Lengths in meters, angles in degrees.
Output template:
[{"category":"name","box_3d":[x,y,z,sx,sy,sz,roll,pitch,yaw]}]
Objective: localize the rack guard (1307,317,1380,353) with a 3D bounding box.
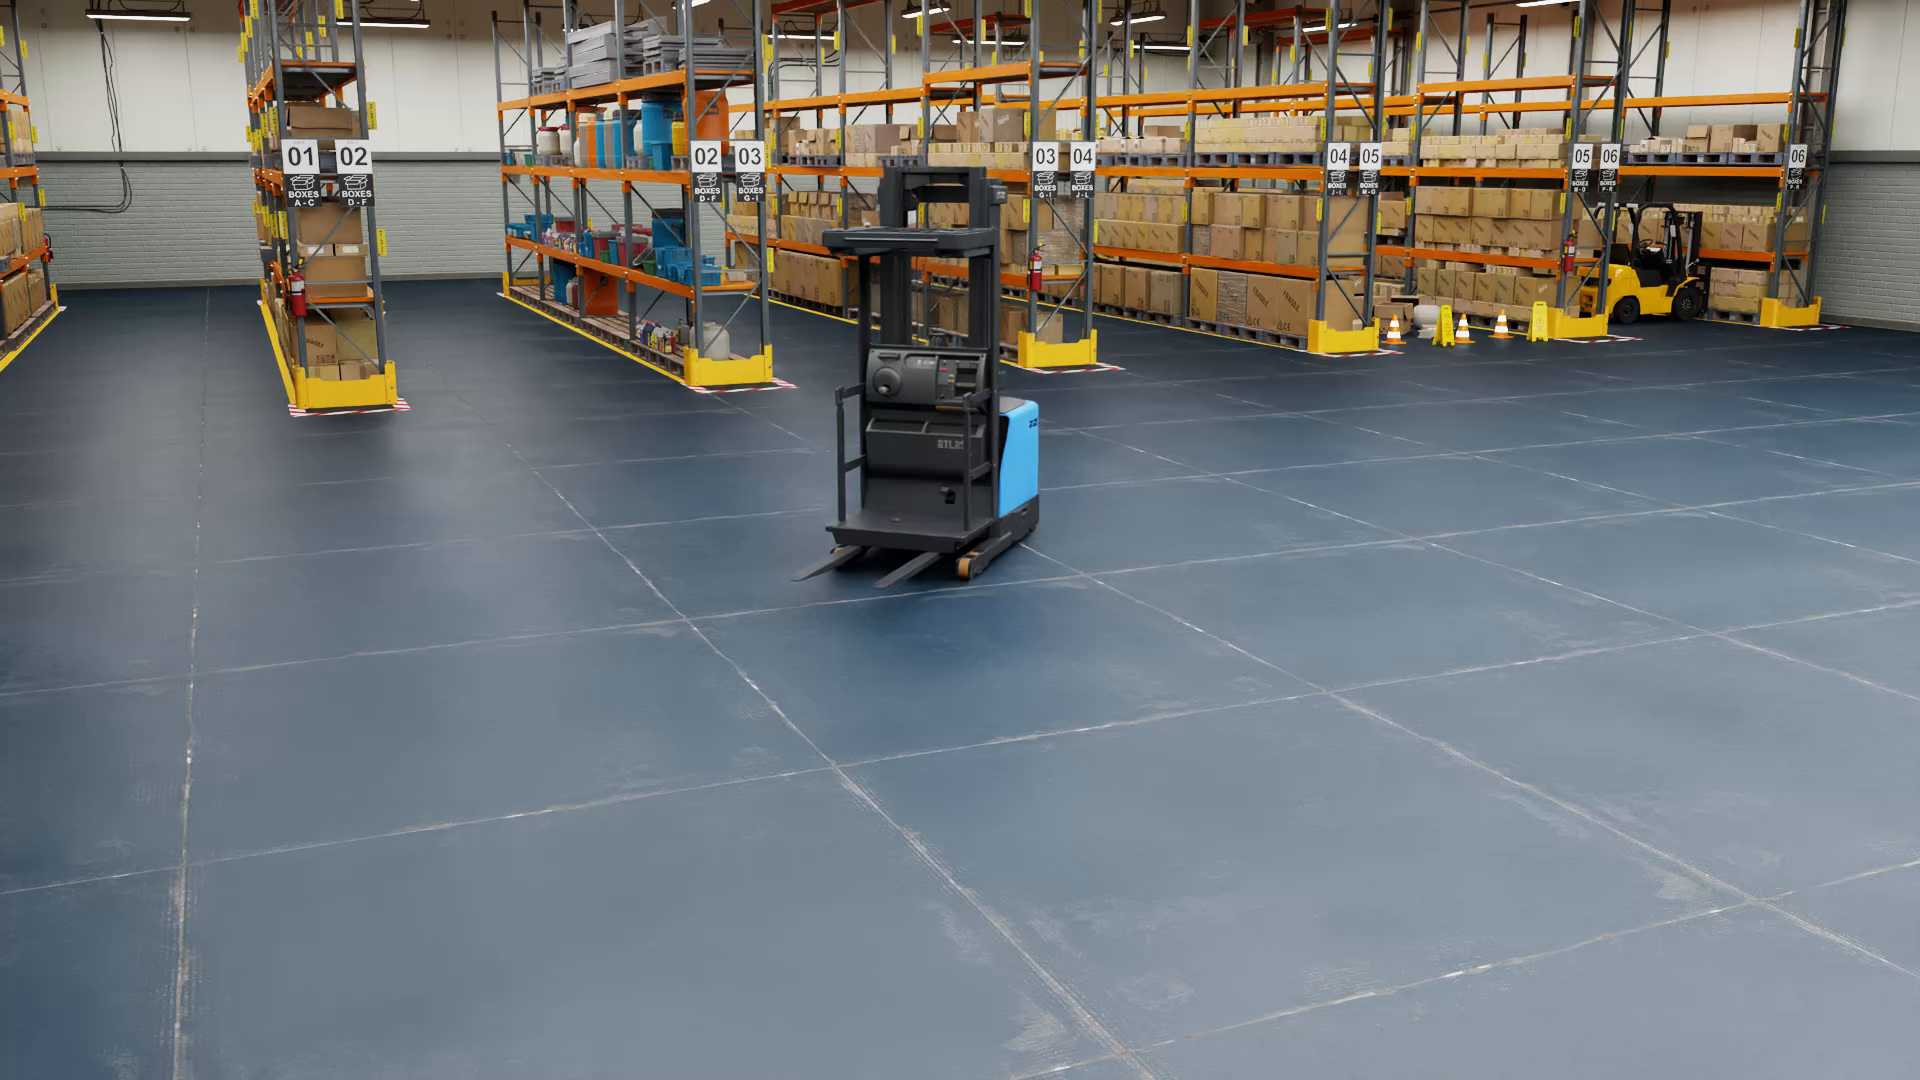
[{"category":"rack guard","box_3d":[6.063,-3.244,26.277,1.175,0.500,0.348,-6,14,-23]}]

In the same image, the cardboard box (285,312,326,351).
[{"category":"cardboard box","box_3d":[-8.711,-2.768,22.183,0.500,0.500,0.500,-6,14,-23]}]

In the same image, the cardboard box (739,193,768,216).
[{"category":"cardboard box","box_3d":[-4.583,-7.449,36.912,0.500,0.500,0.500,-6,14,-24]}]

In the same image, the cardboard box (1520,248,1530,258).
[{"category":"cardboard box","box_3d":[9.916,-4.967,28.737,0.380,0.149,0.250,-6,14,-24]}]

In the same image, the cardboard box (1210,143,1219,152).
[{"category":"cardboard box","box_3d":[4.489,-6.674,28.307,0.380,0.149,0.250,-6,14,-23]}]

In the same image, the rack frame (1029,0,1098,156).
[{"category":"rack frame","box_3d":[1.468,-6.962,23.495,1.000,3.000,0.127,-6,14,-23]}]

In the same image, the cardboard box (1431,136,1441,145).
[{"category":"cardboard box","box_3d":[8.904,-7.343,30.580,0.380,0.149,0.250,-5,14,-21]}]

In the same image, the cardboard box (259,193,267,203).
[{"category":"cardboard box","box_3d":[-13.266,-6.451,32.153,0.500,0.500,0.500,-6,14,-23]}]

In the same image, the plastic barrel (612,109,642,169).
[{"category":"plastic barrel","box_3d":[-5.075,-6.210,25.783,0.600,0.901,0.708,-6,14,-23]}]

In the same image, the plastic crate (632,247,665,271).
[{"category":"plastic crate","box_3d":[-4.579,-4.269,25.299,0.767,0.338,0.504,-6,14,-23]}]

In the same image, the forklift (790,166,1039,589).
[{"category":"forklift","box_3d":[-0.325,-1.239,12.224,1.130,2.935,3.031,5,14,19]}]

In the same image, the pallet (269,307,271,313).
[{"category":"pallet","box_3d":[-13.184,-4.660,33.039,1.003,0.211,1.213,-6,14,-23]}]

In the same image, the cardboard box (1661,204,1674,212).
[{"category":"cardboard box","box_3d":[13.784,-6.416,32.118,0.380,0.149,0.250,-6,14,-24]}]

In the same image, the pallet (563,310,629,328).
[{"category":"pallet","box_3d":[-6.629,-4.046,30.381,1.003,0.211,1.213,-6,14,-23]}]

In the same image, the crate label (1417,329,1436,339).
[{"category":"crate label","box_3d":[7.941,-3.499,28.183,0.298,0.136,0.250,9,16,35]}]

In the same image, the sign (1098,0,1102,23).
[{"category":"sign","box_3d":[1.965,-7.505,23.592,0.100,0.325,0.005,-6,14,-23]}]

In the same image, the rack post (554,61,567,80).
[{"category":"rack post","box_3d":[-6.603,-8.277,29.342,0.954,0.300,0.937,-6,14,-23]}]

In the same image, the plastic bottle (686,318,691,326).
[{"category":"plastic bottle","box_3d":[-4.151,-3.235,25.596,0.144,0.351,0.185,-6,14,-24]}]

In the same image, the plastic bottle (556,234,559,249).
[{"category":"plastic bottle","box_3d":[-7.517,-5.593,31.168,0.097,0.271,0.097,0,13,0]}]

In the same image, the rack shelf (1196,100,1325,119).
[{"category":"rack shelf","box_3d":[6.542,-9.378,36.415,1.077,0.370,4.000,-6,14,-23]}]

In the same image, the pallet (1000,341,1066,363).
[{"category":"pallet","box_3d":[1.144,-2.868,25.292,1.003,0.211,1.213,-6,14,-23]}]

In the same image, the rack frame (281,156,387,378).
[{"category":"rack frame","box_3d":[-7.610,-3.146,20.308,1.000,3.000,0.127,-6,14,-23]}]

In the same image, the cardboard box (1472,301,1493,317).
[{"category":"cardboard box","box_3d":[9.563,-4.158,29.848,0.500,0.250,0.500,-6,14,-25]}]

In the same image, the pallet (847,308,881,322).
[{"category":"pallet","box_3d":[-1.425,-4.172,30.929,1.003,0.211,1.213,-6,14,-23]}]

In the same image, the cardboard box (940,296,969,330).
[{"category":"cardboard box","box_3d":[-0.011,-3.766,27.604,0.500,0.500,0.500,-6,14,-25]}]

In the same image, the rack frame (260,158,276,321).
[{"category":"rack frame","box_3d":[-12.417,-5.625,31.020,1.000,3.000,0.127,-6,14,-23]}]

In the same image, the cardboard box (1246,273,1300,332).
[{"category":"cardboard box","box_3d":[5.366,-3.952,27.573,0.875,0.875,0.875,-6,14,-24]}]

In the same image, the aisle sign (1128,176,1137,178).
[{"category":"aisle sign","box_3d":[4.394,-9.550,42.213,0.394,0.787,0.004,-6,14,-23]}]

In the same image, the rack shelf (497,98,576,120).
[{"category":"rack shelf","box_3d":[-8.678,-8.862,34.185,1.077,0.370,4.000,-6,14,-23]}]

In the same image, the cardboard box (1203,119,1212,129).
[{"category":"cardboard box","box_3d":[4.388,-7.115,28.444,0.380,0.149,0.250,-6,14,-23]}]

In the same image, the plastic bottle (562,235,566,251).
[{"category":"plastic bottle","box_3d":[-7.286,-5.469,30.608,0.061,0.283,0.133,-6,14,-23]}]

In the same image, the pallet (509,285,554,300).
[{"category":"pallet","box_3d":[-9.185,-5.365,36.084,1.003,0.211,1.213,-6,14,-23]}]

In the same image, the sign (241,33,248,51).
[{"category":"sign","box_3d":[-12.922,-8.996,30.034,0.100,0.325,0.005,-6,14,-23]}]

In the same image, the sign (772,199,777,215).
[{"category":"sign","box_3d":[-3.847,-6.929,34.559,0.100,0.325,0.005,-6,14,-23]}]

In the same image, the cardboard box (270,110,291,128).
[{"category":"cardboard box","box_3d":[-8.669,-5.405,21.947,0.797,0.503,0.637,-4,14,-17]}]

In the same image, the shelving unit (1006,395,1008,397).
[{"category":"shelving unit","box_3d":[0.296,-0.673,13.951,0.215,1.050,0.252,0,13,2]}]

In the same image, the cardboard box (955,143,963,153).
[{"category":"cardboard box","box_3d":[0.136,-6.137,26.030,0.380,0.149,0.250,-6,14,-24]}]

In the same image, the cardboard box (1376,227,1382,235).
[{"category":"cardboard box","box_3d":[8.261,-6.031,32.400,0.380,0.149,0.250,-6,14,-24]}]

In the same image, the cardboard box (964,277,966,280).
[{"category":"cardboard box","box_3d":[0.319,-6.086,38.403,0.380,0.149,0.250,-5,14,-22]}]

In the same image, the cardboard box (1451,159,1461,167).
[{"category":"cardboard box","box_3d":[9.164,-6.858,30.253,0.380,0.149,0.250,-5,14,-21]}]

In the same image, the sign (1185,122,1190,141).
[{"category":"sign","box_3d":[3.957,-7.109,28.935,0.100,0.325,0.005,-6,14,-23]}]

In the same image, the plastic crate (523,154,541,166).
[{"category":"plastic crate","box_3d":[-8.534,-7.610,33.319,0.416,0.233,0.300,-6,14,-23]}]

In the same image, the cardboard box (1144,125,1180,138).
[{"category":"cardboard box","box_3d":[3.801,-7.549,31.307,0.500,0.500,0.500,-6,14,-23]}]

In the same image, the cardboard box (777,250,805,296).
[{"category":"cardboard box","box_3d":[-3.064,-5.558,34.512,1.225,0.875,0.875,-6,14,-23]}]

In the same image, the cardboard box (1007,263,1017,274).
[{"category":"cardboard box","box_3d":[0.918,-4.056,24.800,0.380,0.149,0.250,-6,14,-23]}]

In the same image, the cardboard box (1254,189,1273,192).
[{"category":"cardboard box","box_3d":[6.684,-7.312,35.870,0.500,0.500,0.500,-5,14,-22]}]

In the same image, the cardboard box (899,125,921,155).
[{"category":"cardboard box","box_3d":[-0.610,-6.883,28.644,0.797,0.503,0.637,-5,14,-21]}]

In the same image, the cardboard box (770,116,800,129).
[{"category":"cardboard box","box_3d":[-3.710,-8.842,35.233,0.500,0.250,0.500,-7,15,-27]}]

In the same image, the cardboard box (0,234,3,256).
[{"category":"cardboard box","box_3d":[-15.312,-4.677,26.000,0.500,0.500,0.500,-5,14,-21]}]

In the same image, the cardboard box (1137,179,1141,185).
[{"category":"cardboard box","box_3d":[4.534,-8.724,40.535,0.380,0.149,0.250,-5,14,-22]}]

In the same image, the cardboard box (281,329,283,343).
[{"category":"cardboard box","box_3d":[-10.051,-3.107,25.308,0.500,0.250,0.500,-5,14,-22]}]

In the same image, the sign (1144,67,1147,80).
[{"category":"sign","box_3d":[4.642,-11.703,41.730,0.100,0.325,0.005,-6,14,-23]}]

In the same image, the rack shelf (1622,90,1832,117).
[{"category":"rack shelf","box_3d":[14.294,-8.174,31.214,1.077,0.370,4.000,-6,14,-23]}]

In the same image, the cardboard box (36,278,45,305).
[{"category":"cardboard box","box_3d":[-17.984,-4.751,31.857,0.700,0.500,0.500,-6,14,-23]}]

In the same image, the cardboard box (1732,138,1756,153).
[{"category":"cardboard box","box_3d":[14.383,-7.229,30.445,0.396,0.266,0.258,-6,14,-23]}]

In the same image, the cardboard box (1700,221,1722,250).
[{"category":"cardboard box","box_3d":[14.252,-5.724,31.229,0.500,0.500,0.500,-6,14,-24]}]

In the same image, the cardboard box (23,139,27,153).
[{"category":"cardboard box","box_3d":[-17.598,-7.303,30.798,0.500,0.250,0.500,-6,14,-25]}]

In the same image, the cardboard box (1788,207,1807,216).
[{"category":"cardboard box","box_3d":[15.156,-5.982,30.244,0.380,0.149,0.250,-6,14,-24]}]
